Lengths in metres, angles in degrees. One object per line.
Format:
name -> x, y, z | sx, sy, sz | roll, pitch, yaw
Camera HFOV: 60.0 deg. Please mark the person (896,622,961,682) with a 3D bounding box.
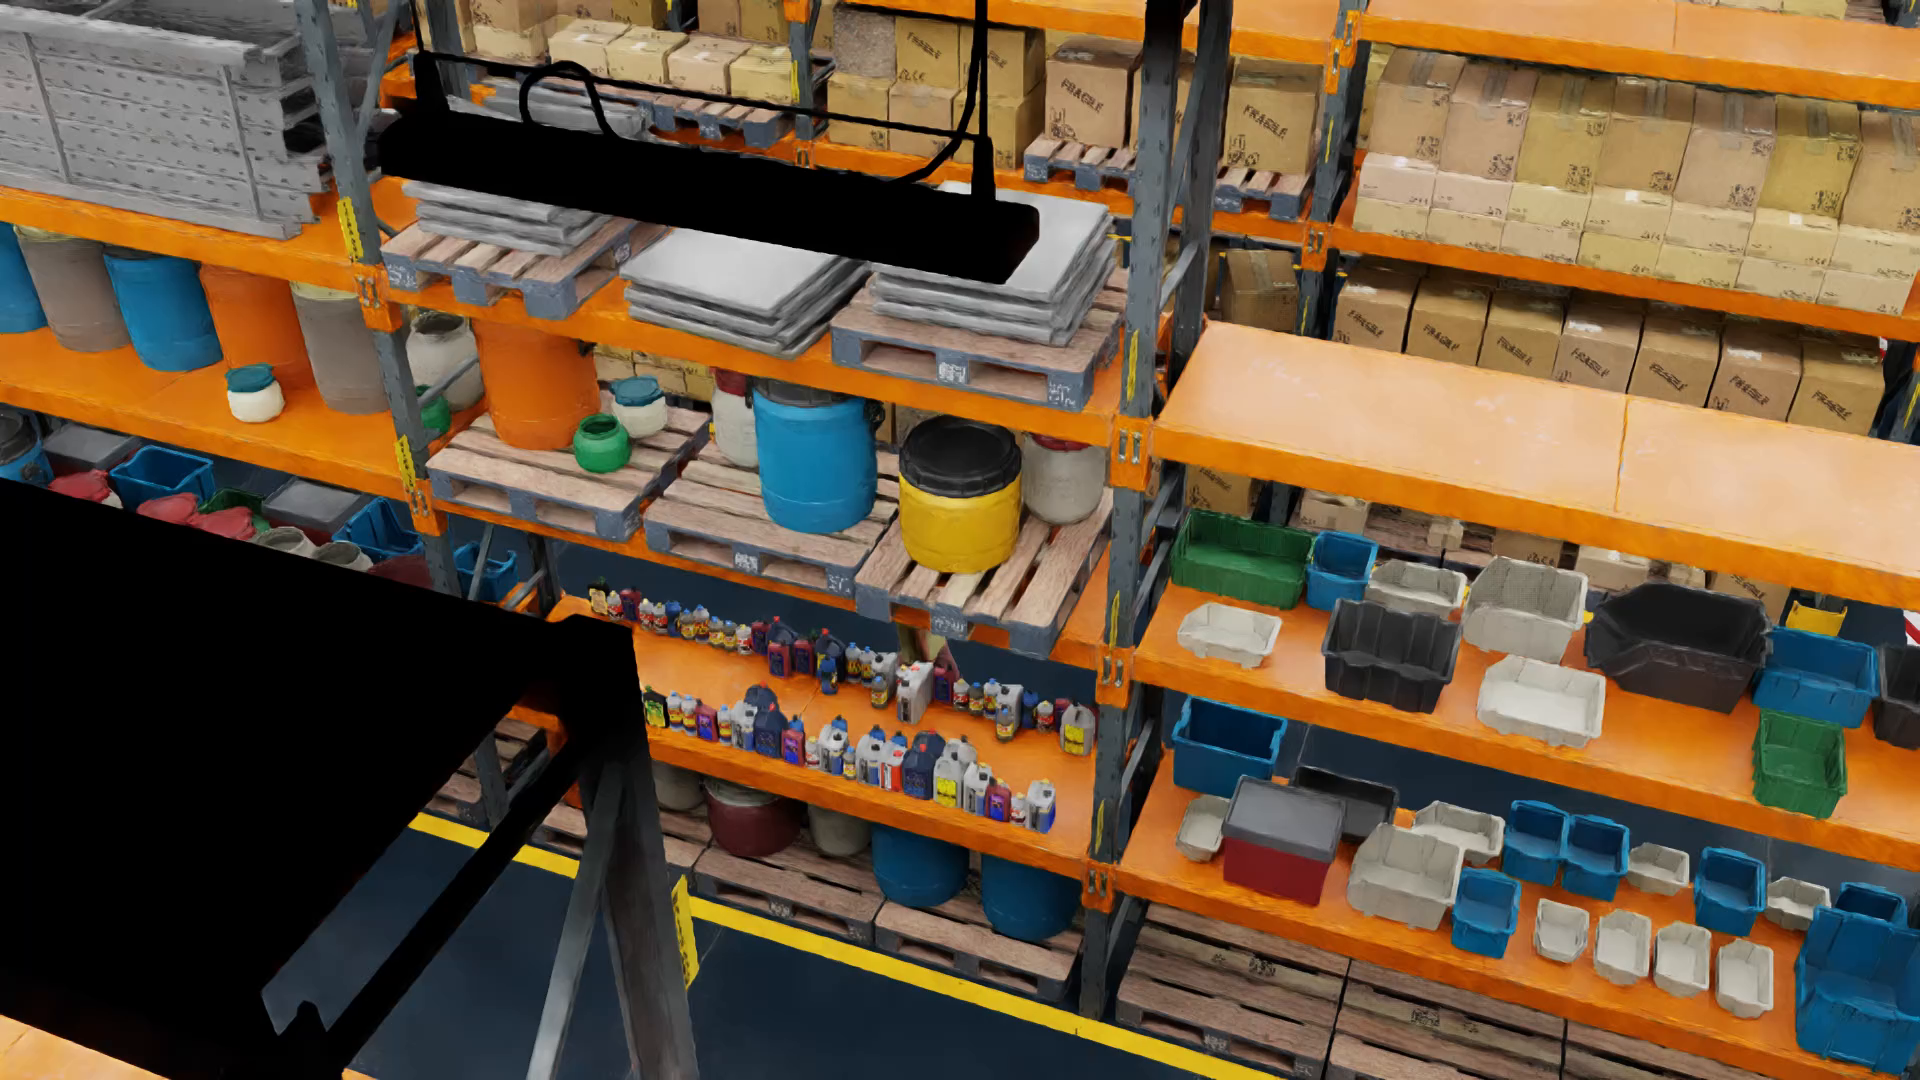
person -> -0.287, 0.694, 11.092 | 1.099, 1.590, 0.448 | 15, 39, 19
